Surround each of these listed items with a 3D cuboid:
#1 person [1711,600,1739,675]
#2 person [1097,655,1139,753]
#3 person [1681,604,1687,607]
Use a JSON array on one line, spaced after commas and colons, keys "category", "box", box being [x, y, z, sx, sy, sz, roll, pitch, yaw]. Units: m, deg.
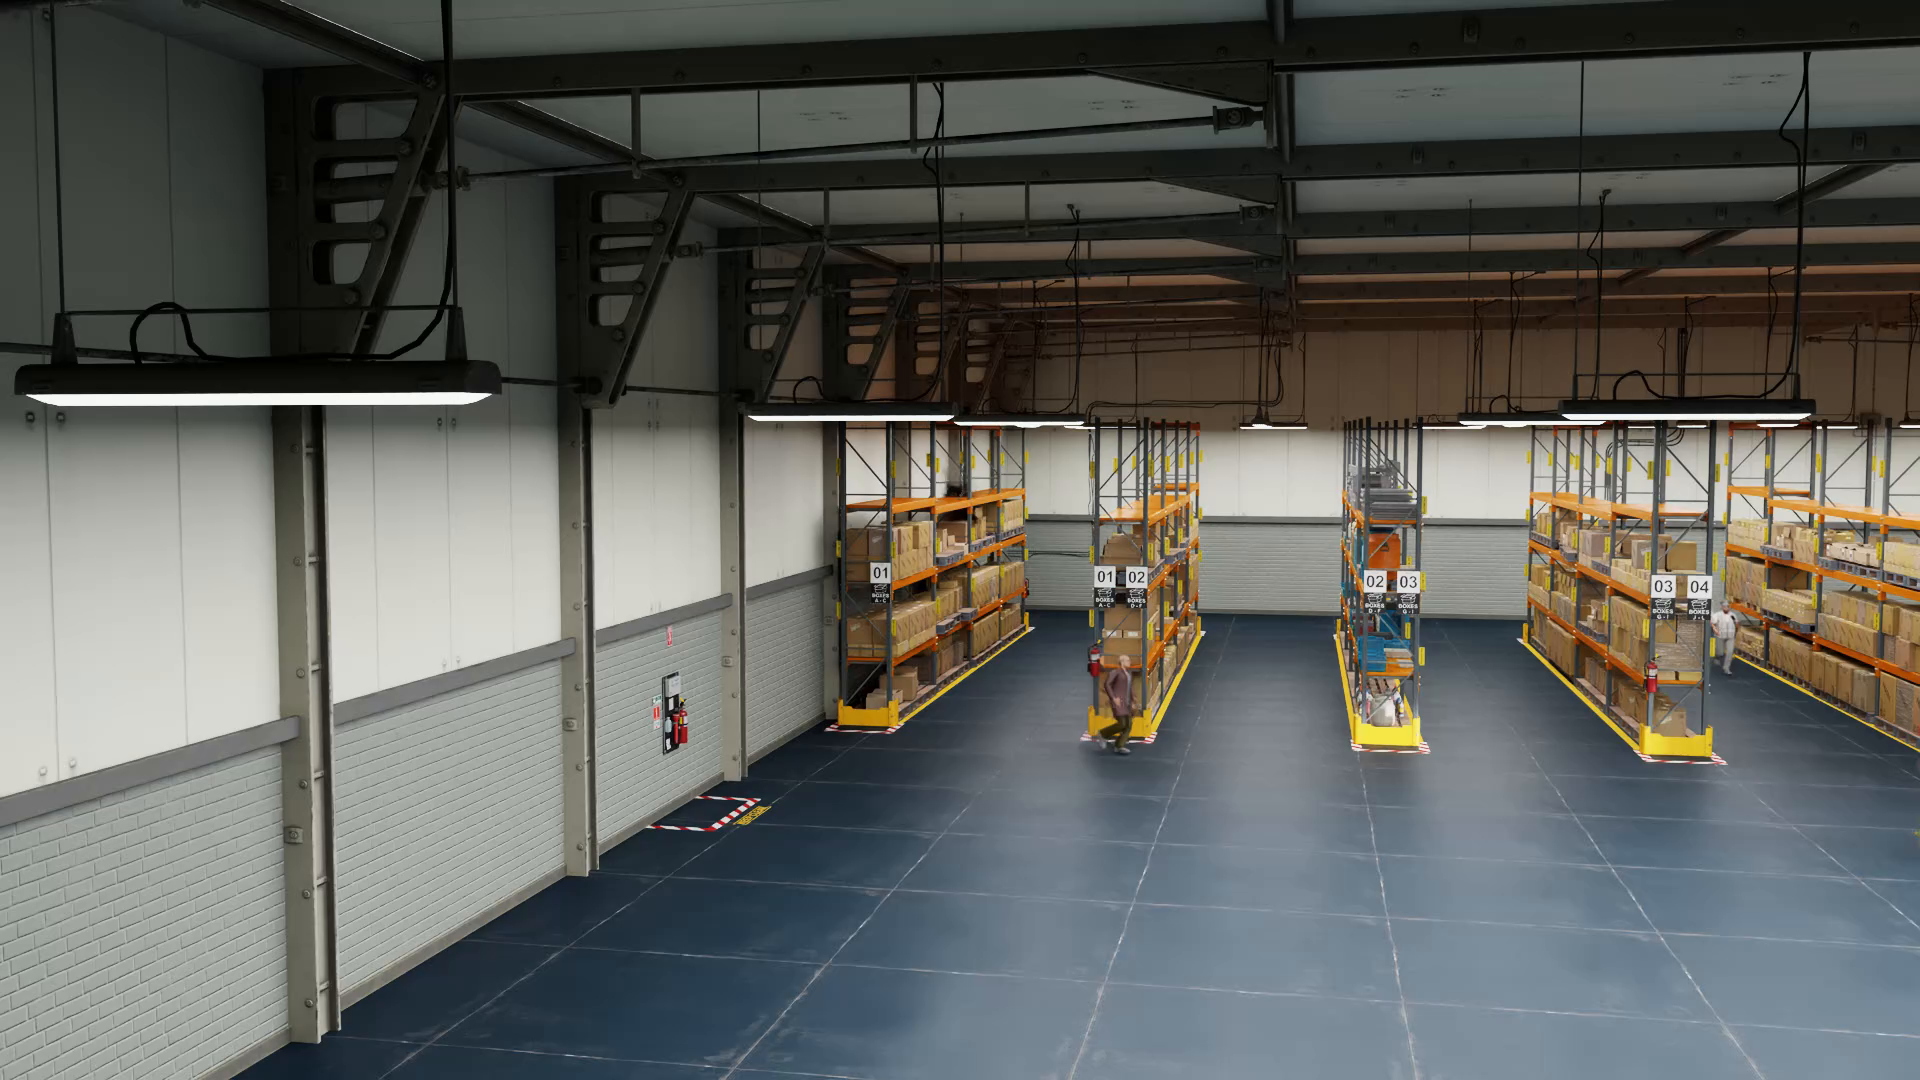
[{"category": "person", "box": [18.204, 2.295, 39.532, 0.677, 1.743, 0.829, 1, 4, 10]}, {"category": "person", "box": [2.886, 2.927, 29.842, 0.671, 1.720, 0.760, 3, 5, 38]}, {"category": "person", "box": [19.043, 1.980, 44.496, 0.979, 1.710, 0.798, 3, 5, 36]}]
